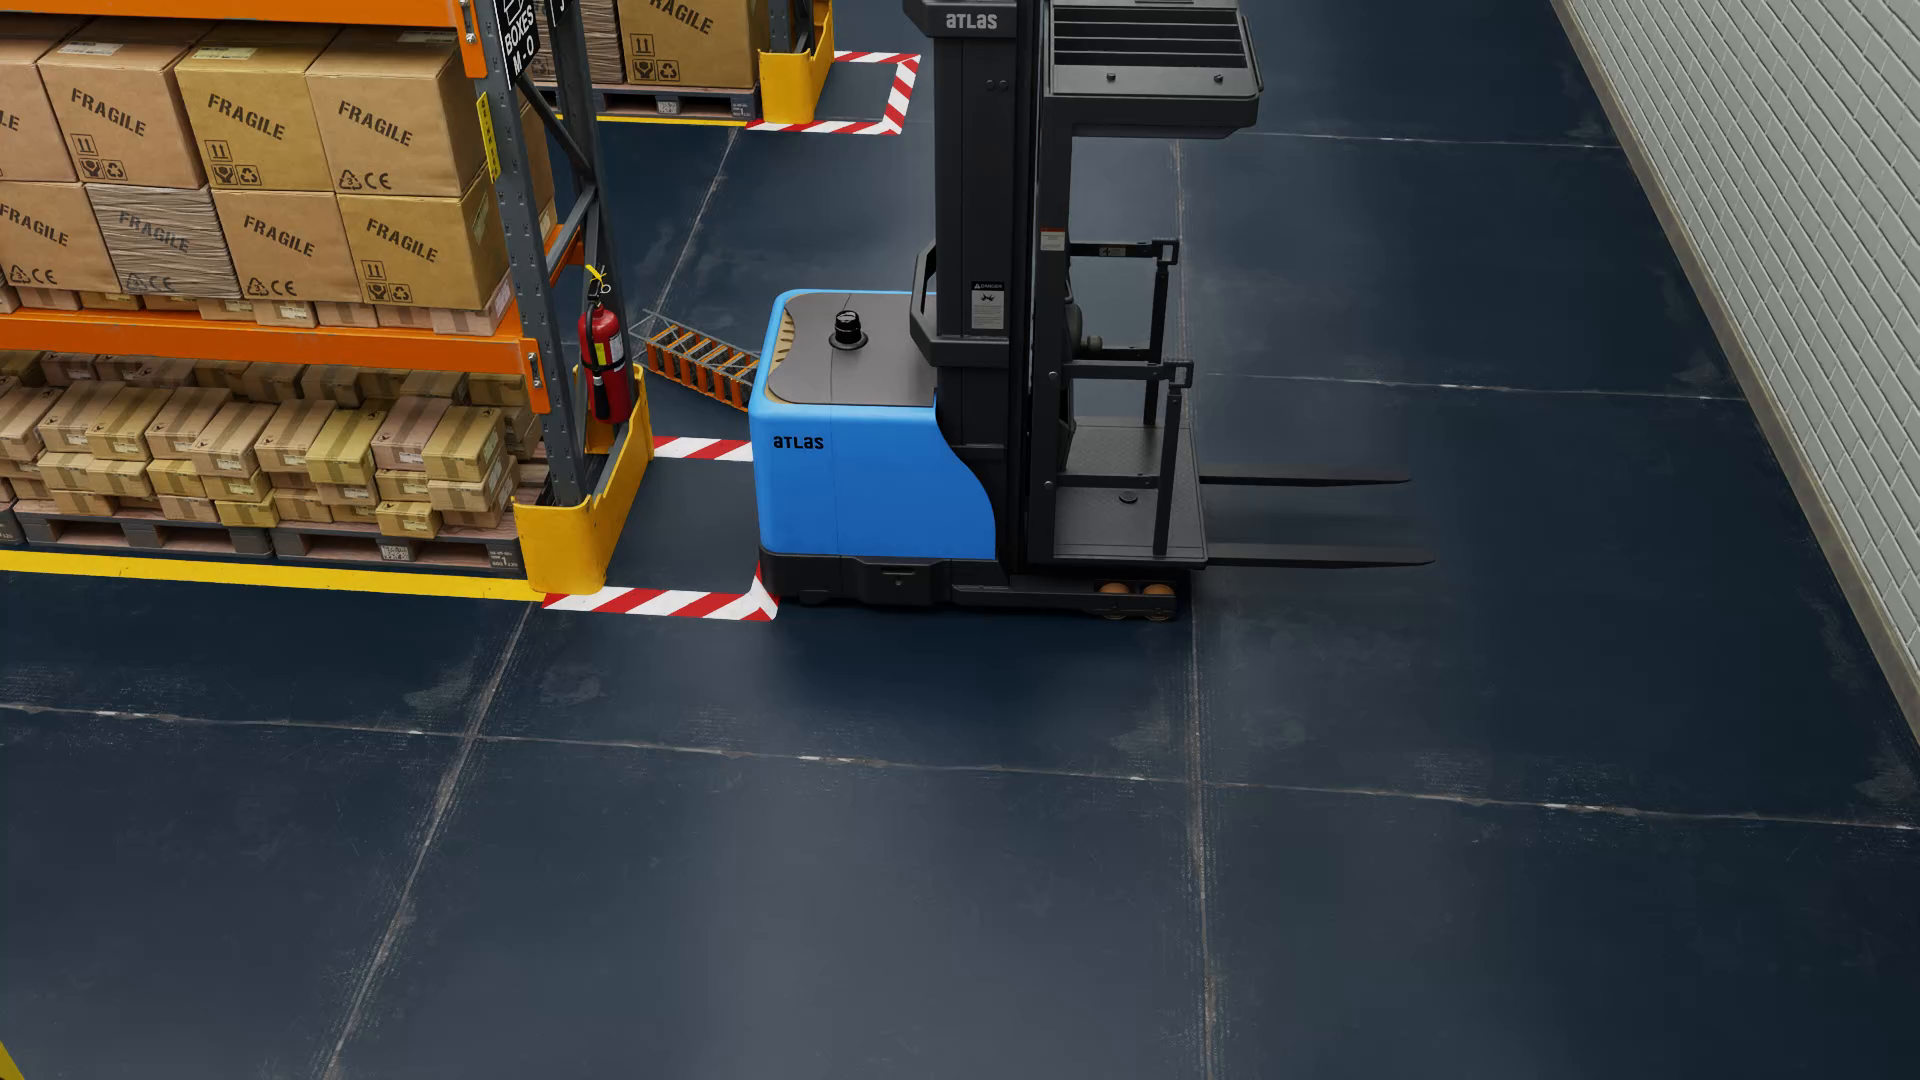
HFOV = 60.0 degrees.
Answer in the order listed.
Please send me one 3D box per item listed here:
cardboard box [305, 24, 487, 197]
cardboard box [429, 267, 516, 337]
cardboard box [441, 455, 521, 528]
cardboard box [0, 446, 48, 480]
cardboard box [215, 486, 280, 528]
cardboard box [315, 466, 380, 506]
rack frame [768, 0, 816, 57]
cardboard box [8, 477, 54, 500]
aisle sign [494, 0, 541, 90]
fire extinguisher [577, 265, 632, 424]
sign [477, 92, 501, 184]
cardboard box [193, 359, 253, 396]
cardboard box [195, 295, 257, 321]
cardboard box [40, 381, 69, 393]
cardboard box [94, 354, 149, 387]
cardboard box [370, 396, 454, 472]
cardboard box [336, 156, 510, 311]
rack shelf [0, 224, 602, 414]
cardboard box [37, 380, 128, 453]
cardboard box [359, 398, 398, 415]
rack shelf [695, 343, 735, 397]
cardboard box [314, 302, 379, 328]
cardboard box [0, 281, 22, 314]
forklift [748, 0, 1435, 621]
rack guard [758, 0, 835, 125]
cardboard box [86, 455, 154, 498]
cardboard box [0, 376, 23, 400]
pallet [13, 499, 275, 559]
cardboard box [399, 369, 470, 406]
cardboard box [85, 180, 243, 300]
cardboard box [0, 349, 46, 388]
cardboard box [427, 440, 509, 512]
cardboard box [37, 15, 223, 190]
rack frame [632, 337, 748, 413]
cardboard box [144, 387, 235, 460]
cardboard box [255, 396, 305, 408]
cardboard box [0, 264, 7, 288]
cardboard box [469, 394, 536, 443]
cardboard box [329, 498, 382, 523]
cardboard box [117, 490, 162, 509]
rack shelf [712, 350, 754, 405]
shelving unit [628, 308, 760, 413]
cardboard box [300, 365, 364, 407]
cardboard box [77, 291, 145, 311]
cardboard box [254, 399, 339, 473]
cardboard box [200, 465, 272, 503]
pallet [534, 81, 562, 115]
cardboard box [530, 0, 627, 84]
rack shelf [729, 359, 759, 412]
[{"bbox_3d":[-2.172,-1.690,6.514,0.500,0.500,0.500,2,39,3],"label":"cardboard box"},{"bbox_3d":[-2.044,-1.022,7.000,0.250,0.149,0.380,3,39,4],"label":"cardboard box"},{"bbox_3d":[-2.237,-0.235,7.758,0.250,0.149,0.380,4,39,5],"label":"cardboard box"},{"bbox_3d":[-4.300,-0.455,7.794,0.250,0.149,0.380,5,39,6],"label":"cardboard box"},{"bbox_3d":[-3.264,-0.233,7.757,0.250,0.149,0.380,1,39,2],"label":"cardboard box"},{"bbox_3d":[-2.763,-0.329,7.638,0.250,0.149,0.380,2,39,2],"label":"cardboard box"},{"bbox_3d":[-1.166,-4.394,10.942,0.127,3.000,1.000,3,39,4],"label":"rack frame"},{"bbox_3d":[-4.299,-0.363,7.916,0.250,0.149,0.380,2,39,2],"label":"cardboard box"},{"bbox_3d":[-1.648,-2.095,6.059,0.004,0.787,0.394,3,39,4],"label":"aisle sign"},{"bbox_3d":[-1.484,-0.801,6.885,0.183,0.674,0.296,3,39,4],"label":"fire extinguisher"},{"bbox_3d":[-1.762,-1.504,6.224,0.005,0.325,0.100,3,39,4],"label":"sign"},{"bbox_3d":[-3.500,-0.869,8.067,0.250,0.149,0.380,4,39,5],"label":"cardboard box"},{"bbox_3d":[-3.056,-1.096,7.090,0.250,0.149,0.380,2,39,2],"label":"cardboard box"},{"bbox_3d":[-4.302,-0.766,8.175,0.250,0.149,0.380,4,39,5],"label":"cardboard box"},{"bbox_3d":[-3.997,-0.905,8.111,0.250,0.149,0.380,2,39,2],"label":"cardboard box"},{"bbox_3d":[-2.489,-0.487,7.597,0.250,0.149,0.380,4,39,5],"label":"cardboard box"},{"bbox_3d":[-2.165,-1.297,6.823,0.500,0.500,0.500,4,39,5],"label":"cardboard box"},{"bbox_3d":[-3.687,-1.110,7.478,4.000,0.370,1.077,3,39,4],"label":"rack shelf"},{"bbox_3d":[-4.042,-0.574,7.703,0.250,0.149,0.380,2,39,2],"label":"cardboard box"},{"bbox_3d":[-2.714,-0.651,8.034,0.250,0.149,0.380,4,39,4],"label":"cardboard box"},{"bbox_3d":[-1.288,-0.910,8.885,0.103,0.180,0.258,24,45,27],"label":"rack shelf"},{"bbox_3d":[-2.540,-1.064,7.050,0.250,0.149,0.380,3,39,3],"label":"cardboard box"},{"bbox_3d":[-4.110,-1.138,7.141,0.250,0.149,0.380,5,39,6],"label":"cardboard box"},{"bbox_3d":[0.630,-1.120,6.974,3.031,2.935,1.130,2,39,2],"label":"forklift"},{"bbox_3d":[-1.142,-3.423,11.730,0.348,0.500,1.175,3,39,4],"label":"rack guard"},{"bbox_3d":[-3.811,-0.372,7.692,0.250,0.149,0.380,4,39,4],"label":"cardboard box"},{"bbox_3d":[-4.567,-0.602,7.738,0.250,0.149,0.380,2,39,3],"label":"cardboard box"},{"bbox_3d":[-3.789,-0.337,8.168,1.213,0.211,1.003,3,39,4],"label":"pallet"},{"bbox_3d":[-2.472,-0.749,7.919,0.250,0.149,0.380,4,39,5],"label":"cardboard box"},{"bbox_3d":[-3.183,-1.350,6.888,0.500,0.500,0.500,3,39,4],"label":"cardboard box"},{"bbox_3d":[-4.544,-0.869,8.066,0.250,0.149,0.380,4,39,5],"label":"cardboard box"},{"bbox_3d":[-2.245,-0.302,7.605,0.250,0.149,0.380,2,39,3],"label":"cardboard box"},{"bbox_3d":[-3.196,-1.741,6.576,0.500,0.500,0.500,5,39,6],"label":"cardboard box"},{"bbox_3d":[-1.324,-0.855,8.963,1.200,0.006,0.240,24,45,27],"label":"rack frame"},{"bbox_3d":[-3.536,-0.539,7.661,0.250,0.149,0.380,2,39,2],"label":"cardboard box"},{"bbox_3d":[-3.233,-0.688,8.079,0.250,0.149,0.380,1,39,2],"label":"cardboard box"},{"bbox_3d":[-4.216,-1.394,6.942,0.500,0.500,0.500,2,39,3],"label":"cardboard box"},{"bbox_3d":[-2.194,-0.642,8.024,0.250,0.149,0.380,5,39,6],"label":"cardboard box"},{"bbox_3d":[-2.758,-0.254,7.781,0.250,0.149,0.380,3,39,4],"label":"cardboard box"},{"bbox_3d":[-3.780,-0.322,7.865,0.250,0.149,0.380,4,39,5],"label":"cardboard box"},{"bbox_3d":[-1.190,-0.866,8.832,0.103,0.180,0.258,24,45,27],"label":"rack shelf"},{"bbox_3d":[-1.324,-0.926,8.905,1.200,0.189,0.258,24,45,27],"label":"shelving unit"},{"bbox_3d":[-2.967,-0.805,7.988,0.250,0.149,0.380,1,39,2],"label":"cardboard box"},{"bbox_3d":[-3.585,-1.152,7.159,0.250,0.149,0.380,4,39,5],"label":"cardboard box"},{"bbox_3d":[-3.011,-0.475,7.583,0.250,0.149,0.380,2,39,2],"label":"cardboard box"},{"bbox_3d":[-3.280,-0.349,7.663,0.250,0.149,0.380,4,39,5],"label":"cardboard box"},{"bbox_3d":[-3.182,-3.375,11.899,1.213,0.211,1.003,3,39,4],"label":"pallet"},{"bbox_3d":[-2.717,-3.767,11.522,0.875,0.875,0.875,3,39,4],"label":"cardboard box"},{"bbox_3d":[-1.092,-0.823,8.778,0.103,0.180,0.258,24,45,27],"label":"rack shelf"}]
